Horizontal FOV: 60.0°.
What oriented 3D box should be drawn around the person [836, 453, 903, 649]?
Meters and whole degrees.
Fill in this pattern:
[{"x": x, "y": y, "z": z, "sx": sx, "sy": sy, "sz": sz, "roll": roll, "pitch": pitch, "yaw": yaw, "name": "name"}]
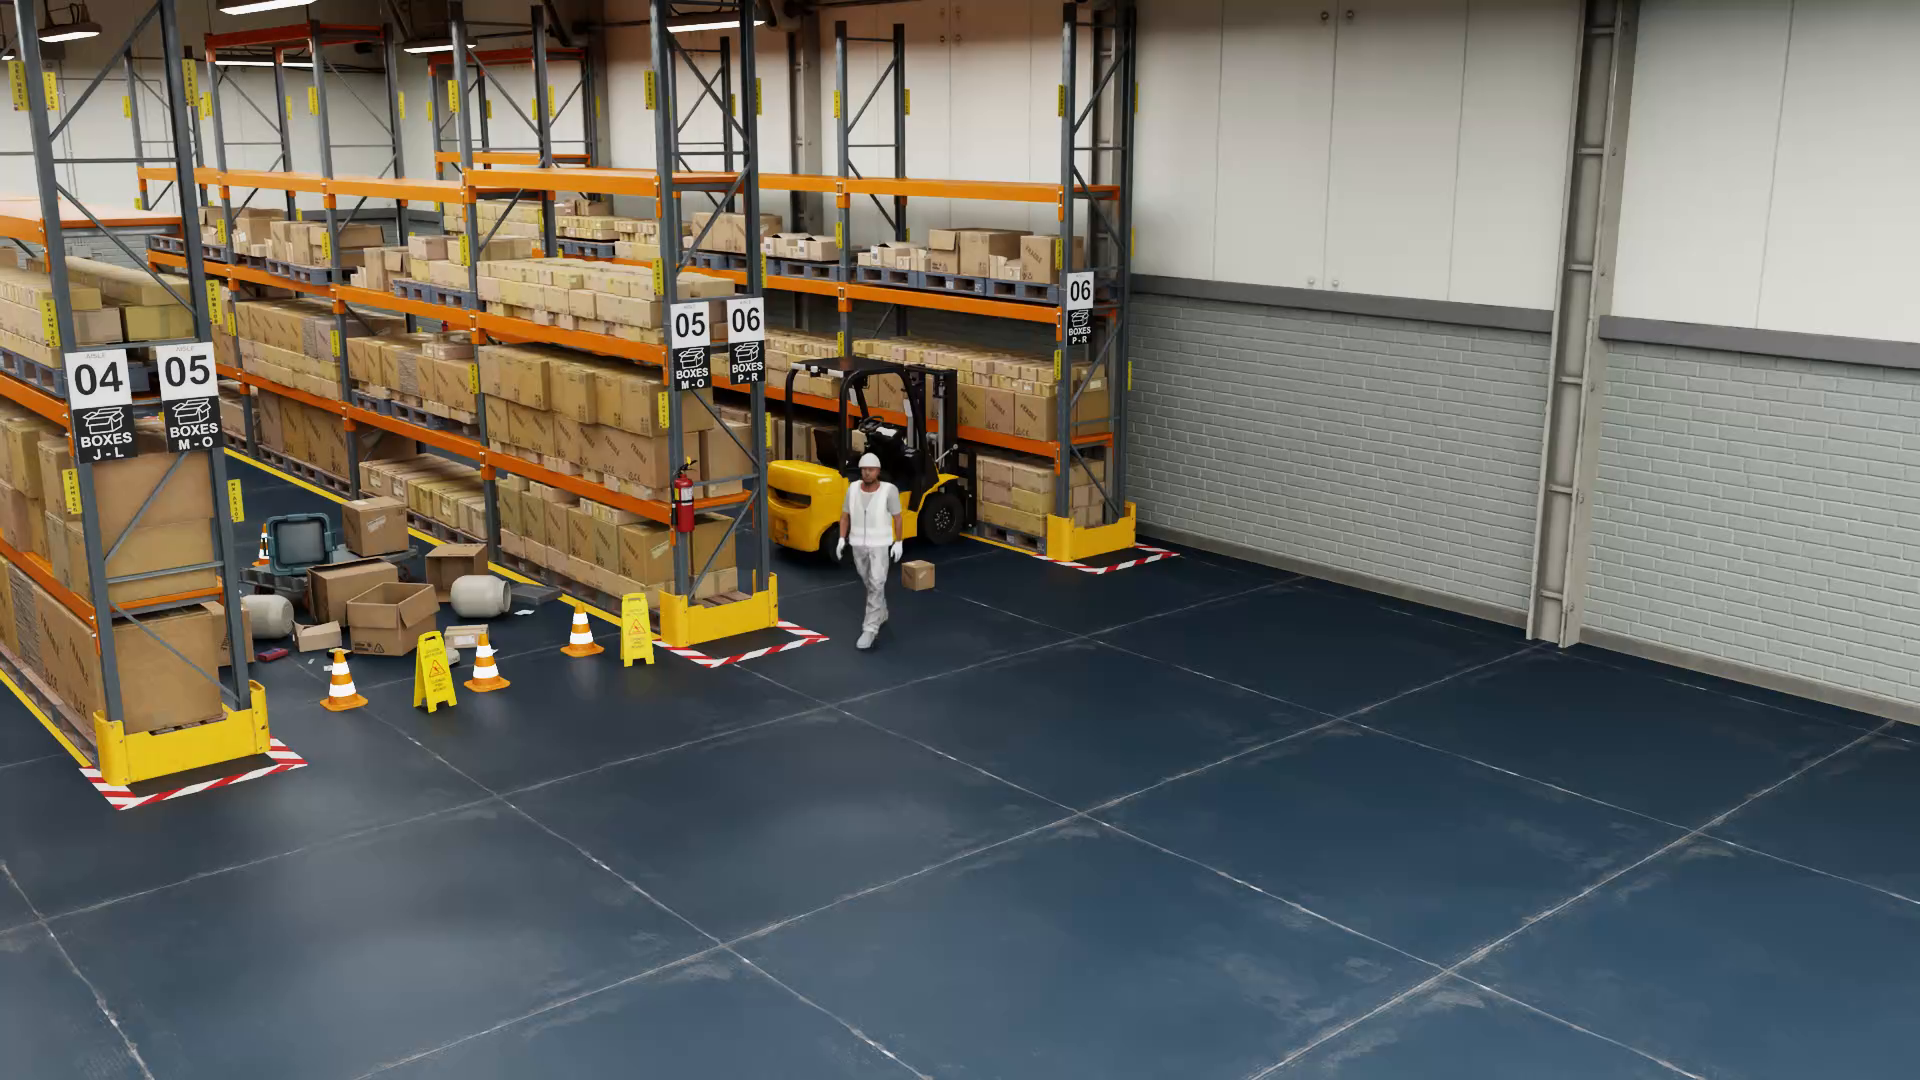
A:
[{"x": -0.880, "y": 0.053, "z": 15.666, "sx": 0.565, "sy": 1.736, "sz": 0.983, "roll": 5, "pitch": 15, "yaw": 20, "name": "person"}]
